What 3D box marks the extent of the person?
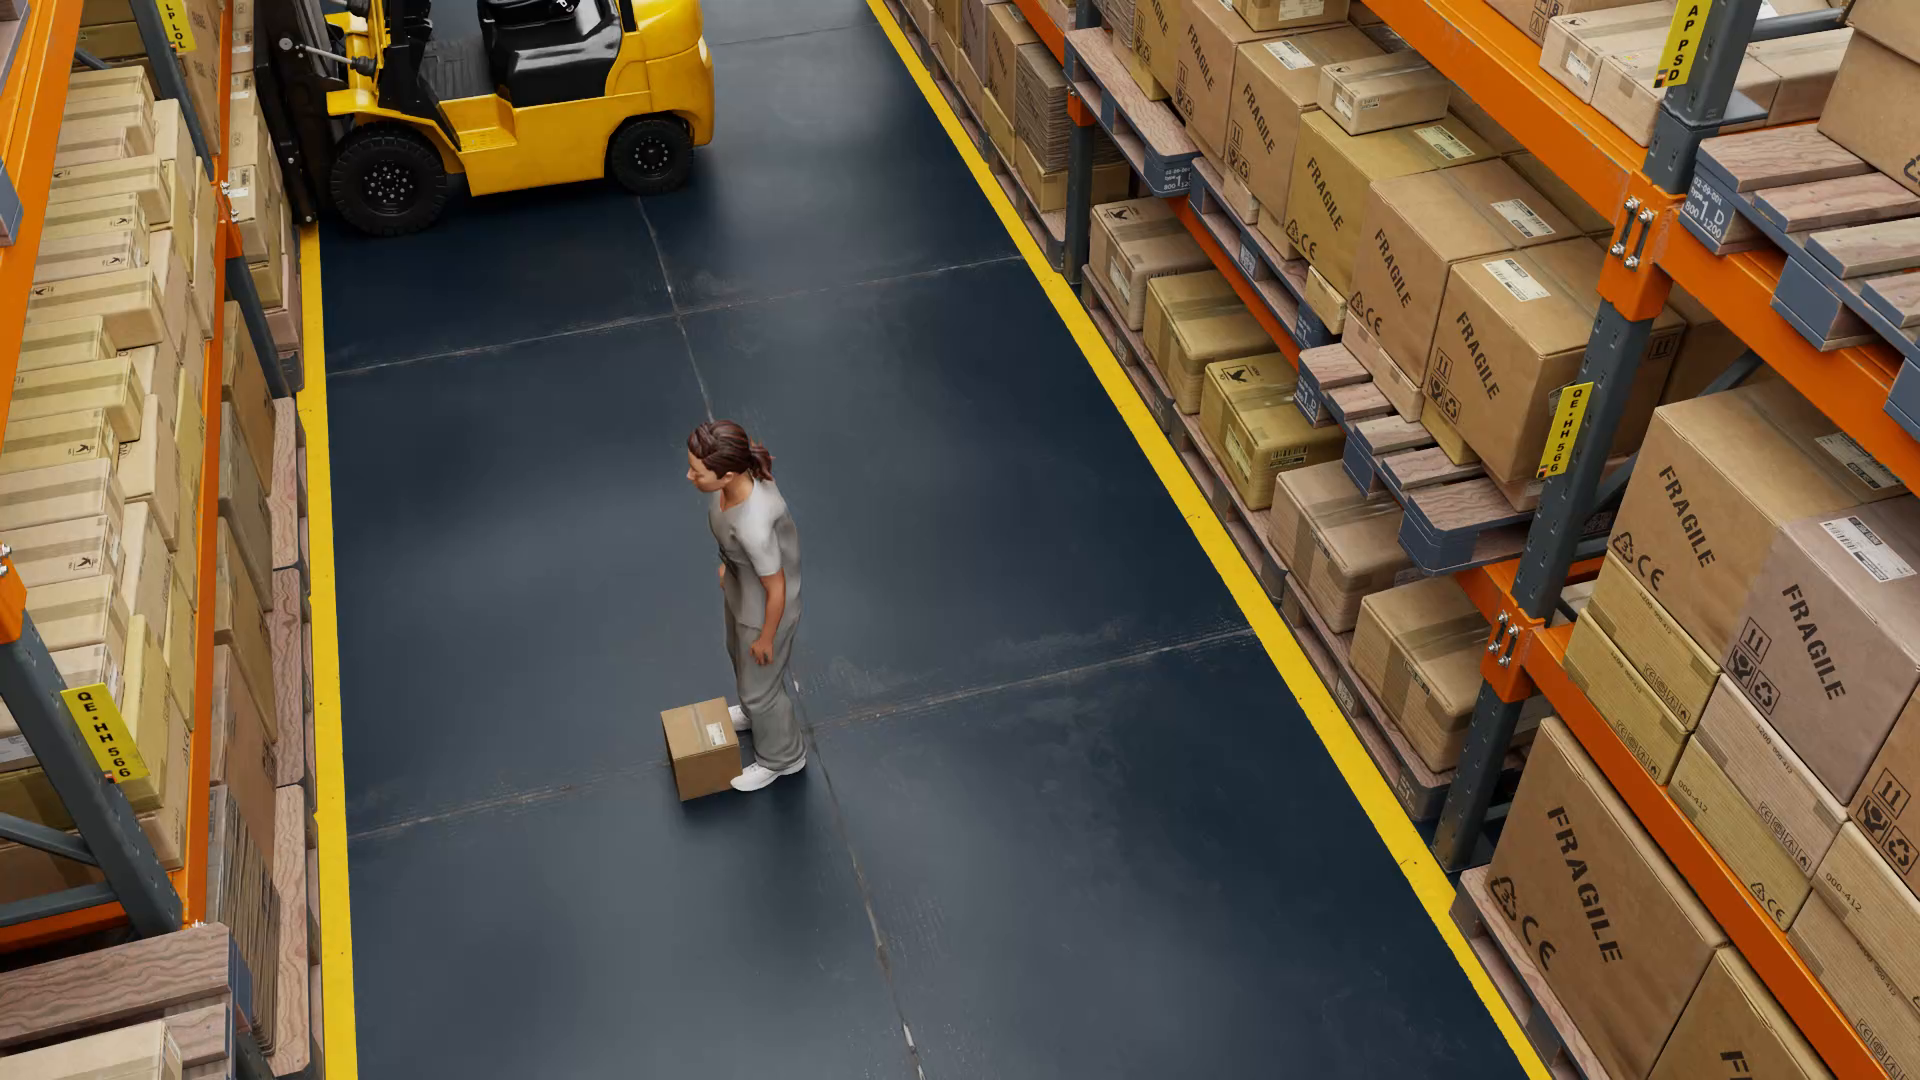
[{"bbox_3d":[-0.747,0.218,5.924,0.365,1.671,0.513,-15,44,-15],"label":"person"}]
